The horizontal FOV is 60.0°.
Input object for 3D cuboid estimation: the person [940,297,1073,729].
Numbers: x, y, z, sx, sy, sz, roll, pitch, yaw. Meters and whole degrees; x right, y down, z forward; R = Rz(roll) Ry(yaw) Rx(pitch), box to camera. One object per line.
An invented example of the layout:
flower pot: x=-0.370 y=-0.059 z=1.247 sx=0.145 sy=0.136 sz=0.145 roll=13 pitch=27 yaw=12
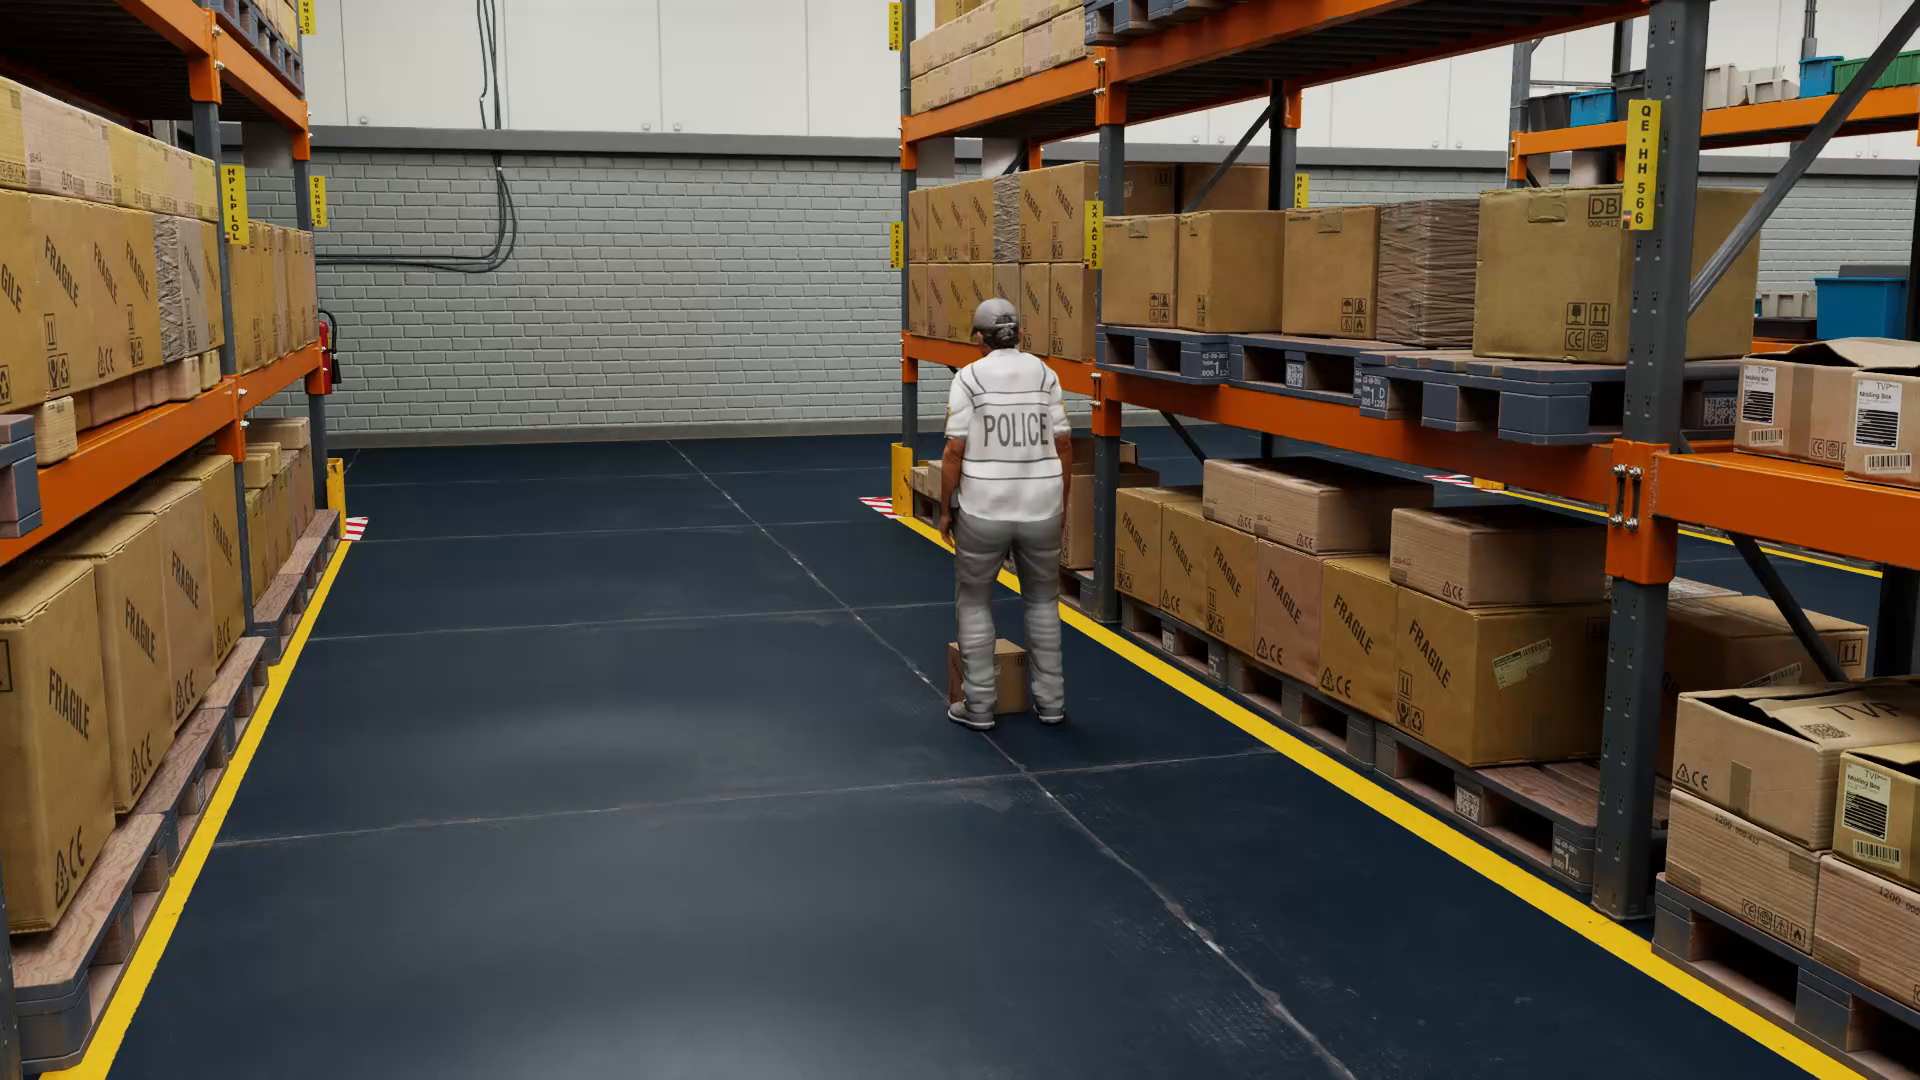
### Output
person: x=0.180 y=-0.103 z=6.483 sx=0.538 sy=1.666 sz=0.465 roll=-2 pitch=10 yaw=-14
